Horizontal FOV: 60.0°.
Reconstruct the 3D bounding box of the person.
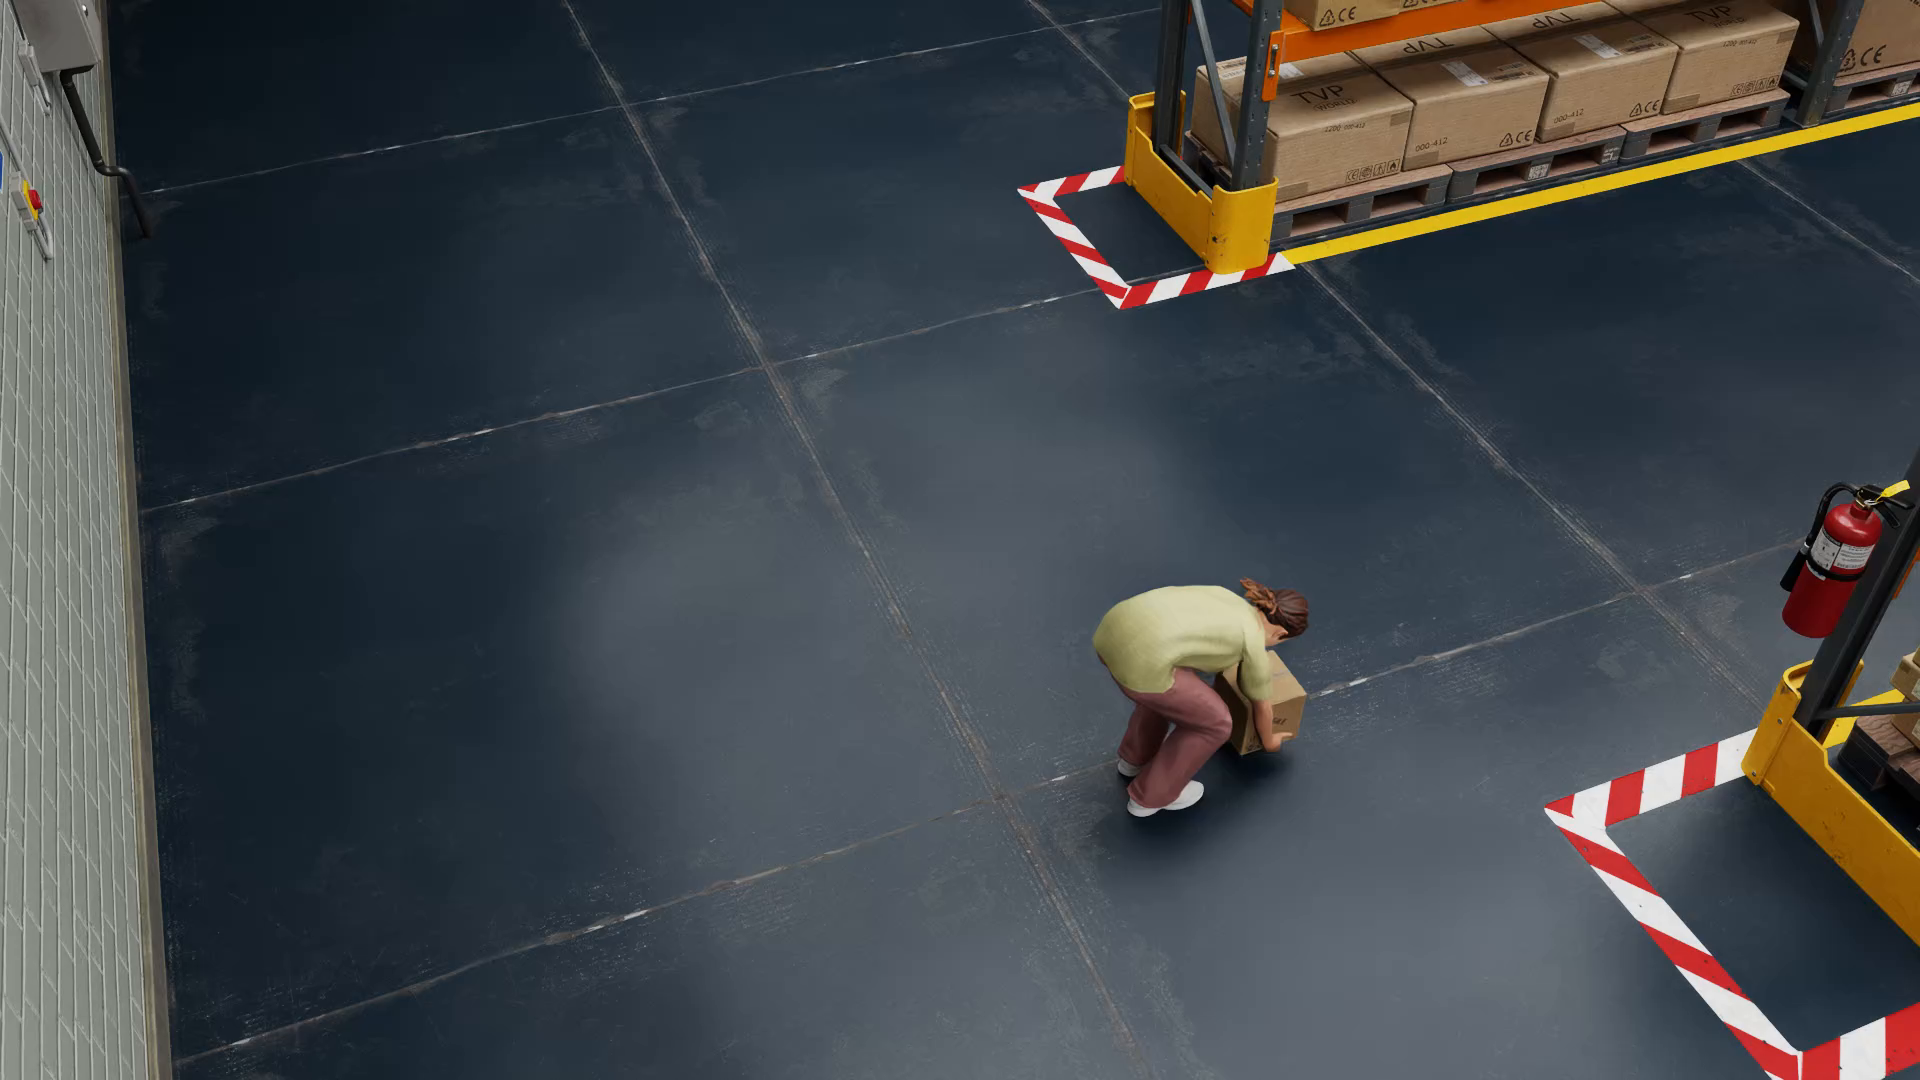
[{"bbox_3d":[0.889,0.530,6.115,0.855,0.947,0.450,-17,45,-18],"label":"person"}]
